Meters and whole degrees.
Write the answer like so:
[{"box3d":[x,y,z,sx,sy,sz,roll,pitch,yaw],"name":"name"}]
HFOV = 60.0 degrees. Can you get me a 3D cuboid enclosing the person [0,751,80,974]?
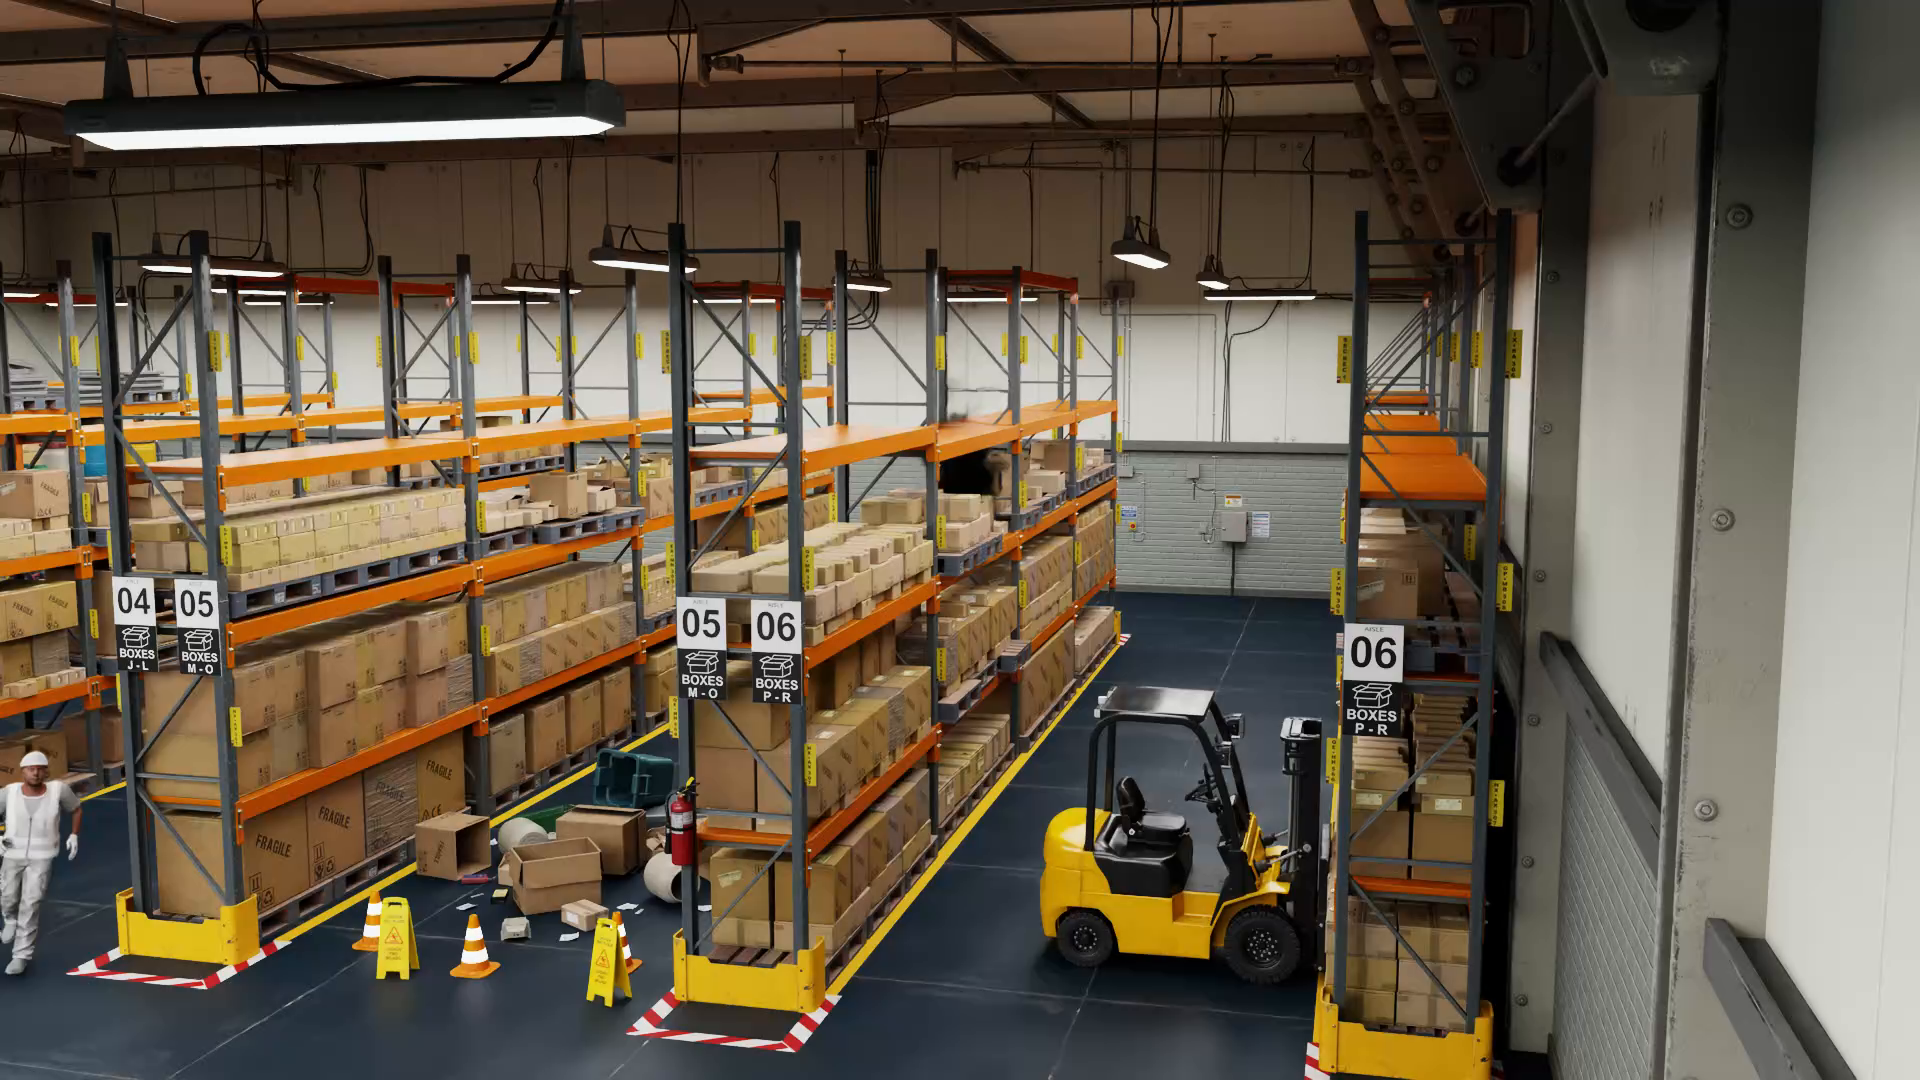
[{"box3d":[-7.686,2.619,13.802,0.688,1.754,0.930,-3,8,-22],"name":"person"}]
